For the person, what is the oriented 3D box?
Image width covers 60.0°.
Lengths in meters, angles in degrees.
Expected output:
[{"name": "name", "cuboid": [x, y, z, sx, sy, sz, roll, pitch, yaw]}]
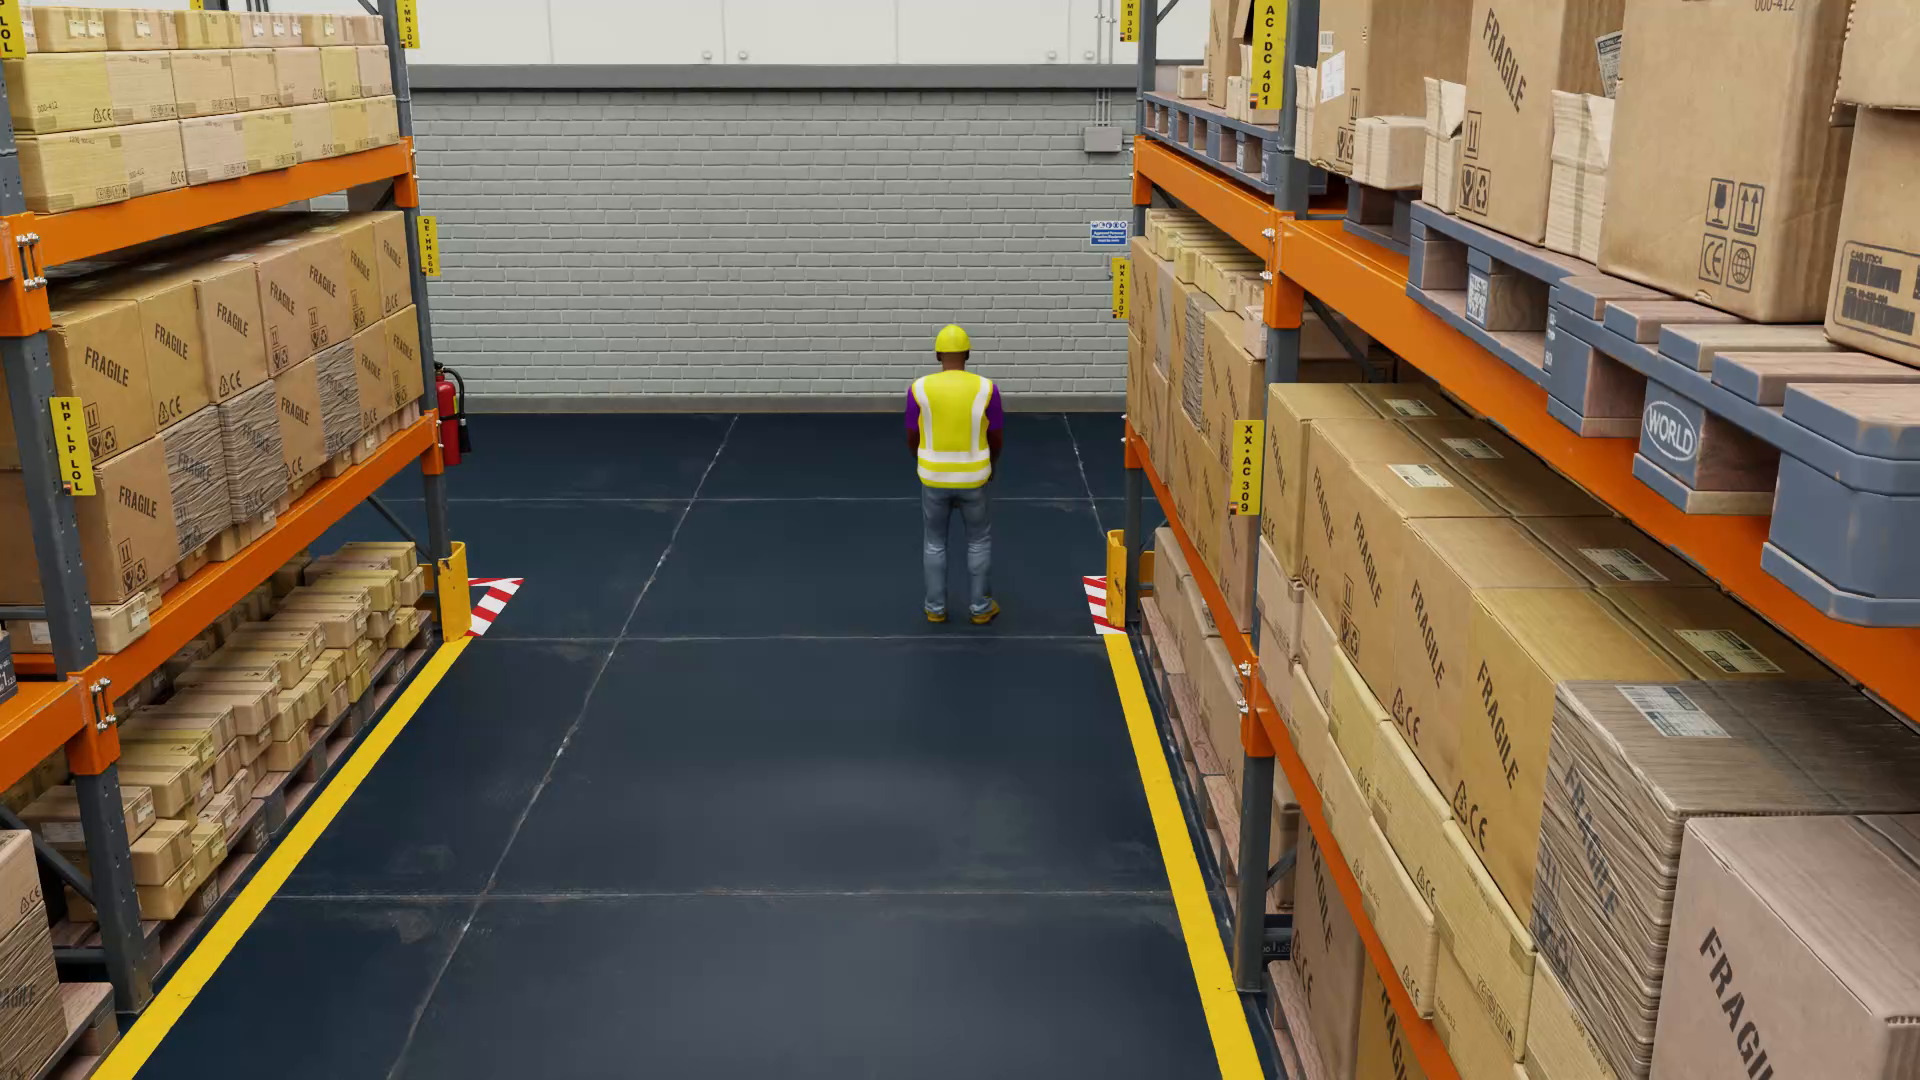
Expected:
[{"name": "person", "cuboid": [-0.030, -0.380, 9.746, 0.575, 1.767, 0.458, 1, 17, 4]}]
